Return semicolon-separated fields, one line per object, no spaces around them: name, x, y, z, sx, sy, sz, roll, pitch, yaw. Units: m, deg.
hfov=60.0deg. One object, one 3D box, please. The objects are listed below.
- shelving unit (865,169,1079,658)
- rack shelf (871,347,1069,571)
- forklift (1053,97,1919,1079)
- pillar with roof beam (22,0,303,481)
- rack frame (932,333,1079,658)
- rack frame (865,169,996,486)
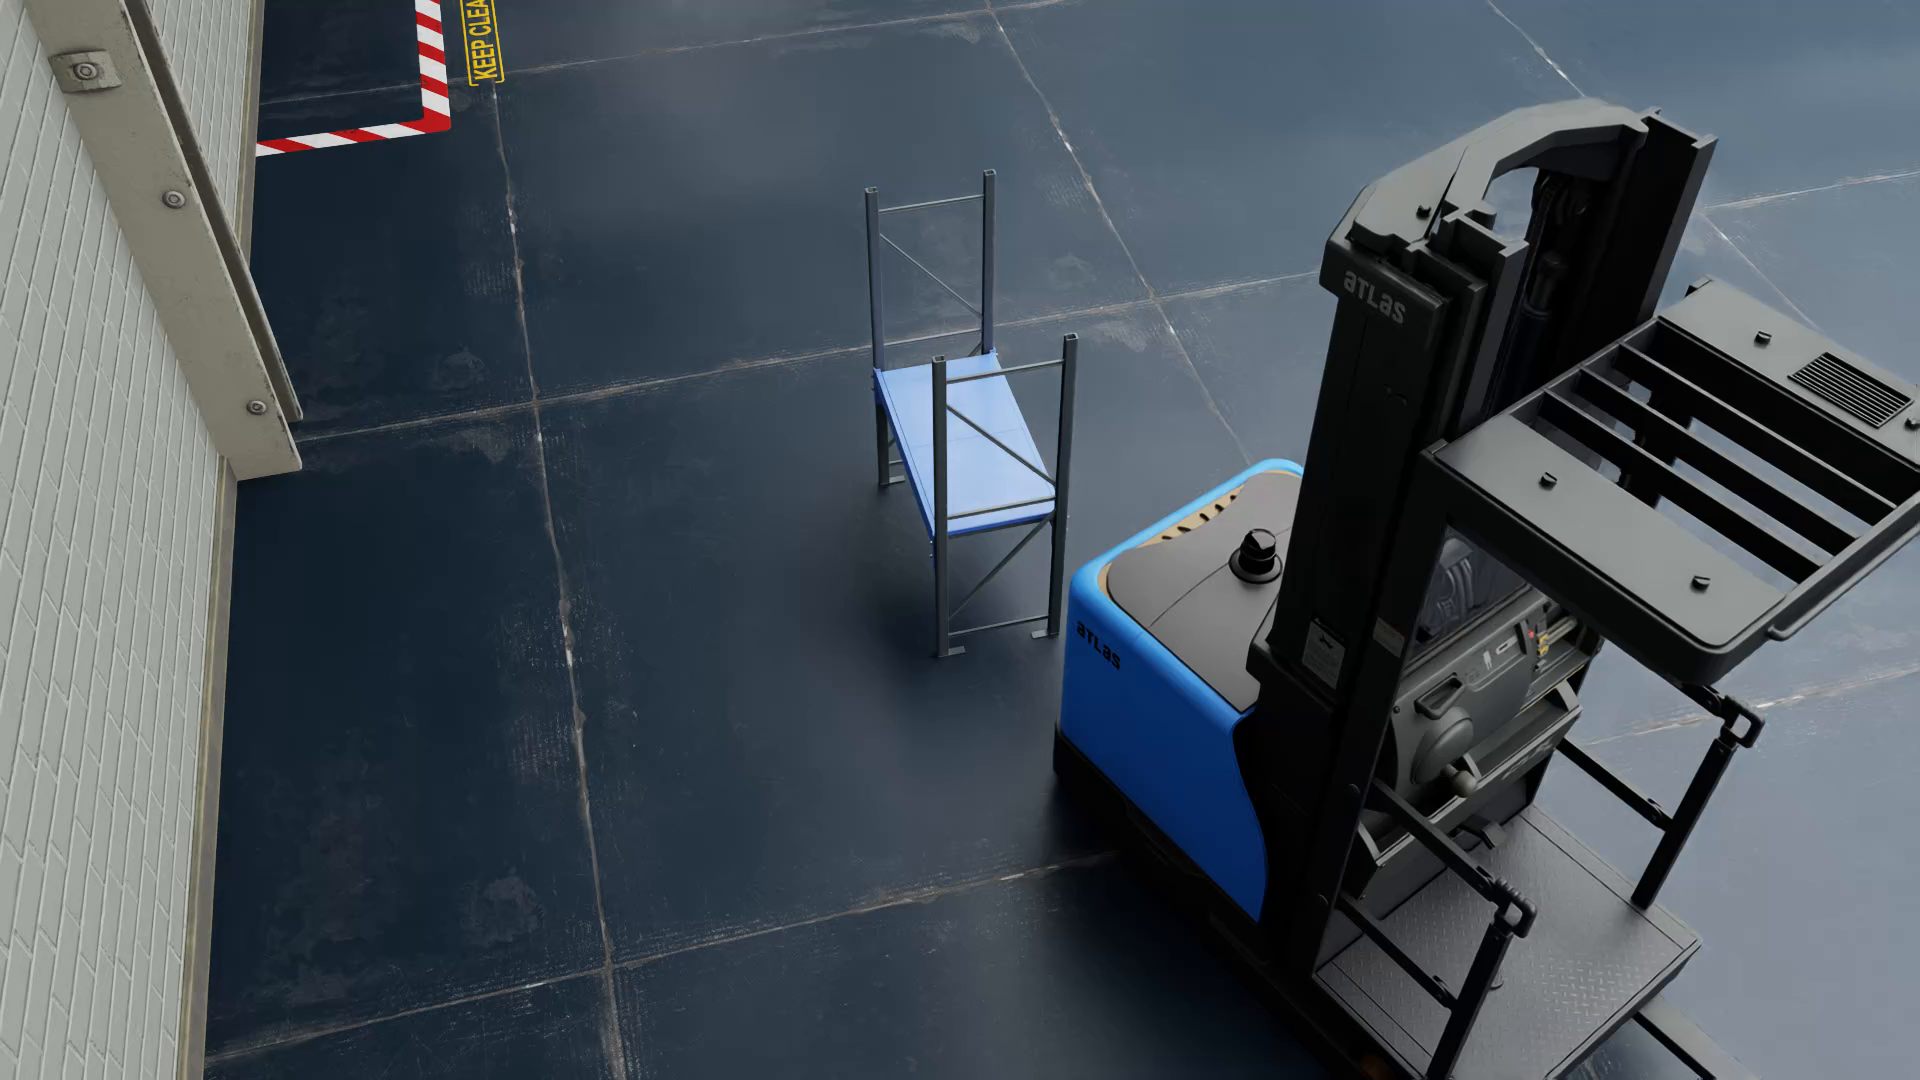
shelving unit;0.022;-0.466;6.407;0.538;1.500;1.048;-11;47;-10
rack shelf;0.022;-0.340;6.536;0.538;0.185;1.000;-11;47;-10
forklift;1.640;0.458;4.499;1.130;2.935;3.031;-29;52;-25
pillar with roof beam;1.070;-4.354;4.967;9.100;9.000;0.400;-11;47;-10
rack frame;0.152;-0.115;6.063;0.500;1.500;0.032;-11;47;-10
rack frame;-0.108;-0.817;6.751;0.500;1.500;0.032;-11;47;-10
